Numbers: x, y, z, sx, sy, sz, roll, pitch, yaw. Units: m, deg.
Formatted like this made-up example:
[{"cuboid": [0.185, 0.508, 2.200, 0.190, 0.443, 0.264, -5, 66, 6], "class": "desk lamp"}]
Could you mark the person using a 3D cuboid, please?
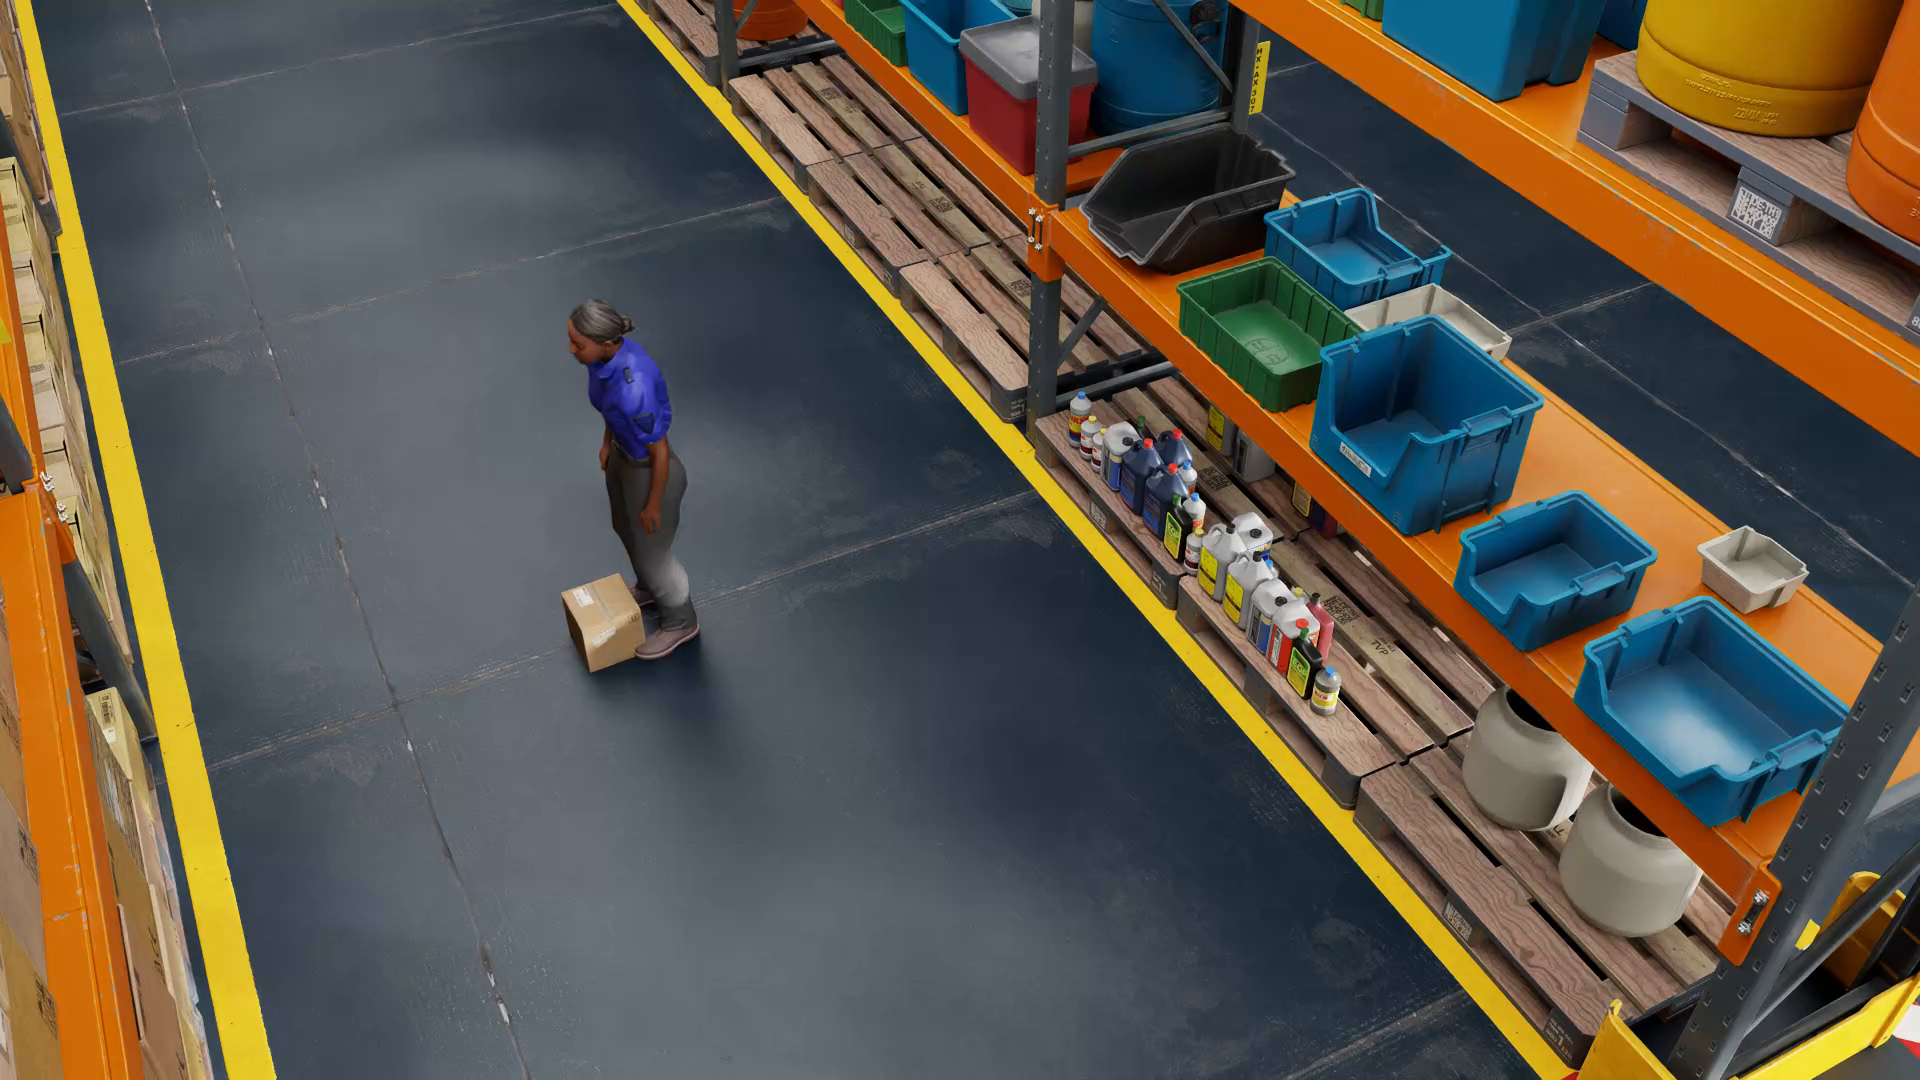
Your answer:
[{"cuboid": [-1.260, -0.260, 6.456, 0.350, 1.655, 0.524, -20, 45, -21], "class": "person"}]
